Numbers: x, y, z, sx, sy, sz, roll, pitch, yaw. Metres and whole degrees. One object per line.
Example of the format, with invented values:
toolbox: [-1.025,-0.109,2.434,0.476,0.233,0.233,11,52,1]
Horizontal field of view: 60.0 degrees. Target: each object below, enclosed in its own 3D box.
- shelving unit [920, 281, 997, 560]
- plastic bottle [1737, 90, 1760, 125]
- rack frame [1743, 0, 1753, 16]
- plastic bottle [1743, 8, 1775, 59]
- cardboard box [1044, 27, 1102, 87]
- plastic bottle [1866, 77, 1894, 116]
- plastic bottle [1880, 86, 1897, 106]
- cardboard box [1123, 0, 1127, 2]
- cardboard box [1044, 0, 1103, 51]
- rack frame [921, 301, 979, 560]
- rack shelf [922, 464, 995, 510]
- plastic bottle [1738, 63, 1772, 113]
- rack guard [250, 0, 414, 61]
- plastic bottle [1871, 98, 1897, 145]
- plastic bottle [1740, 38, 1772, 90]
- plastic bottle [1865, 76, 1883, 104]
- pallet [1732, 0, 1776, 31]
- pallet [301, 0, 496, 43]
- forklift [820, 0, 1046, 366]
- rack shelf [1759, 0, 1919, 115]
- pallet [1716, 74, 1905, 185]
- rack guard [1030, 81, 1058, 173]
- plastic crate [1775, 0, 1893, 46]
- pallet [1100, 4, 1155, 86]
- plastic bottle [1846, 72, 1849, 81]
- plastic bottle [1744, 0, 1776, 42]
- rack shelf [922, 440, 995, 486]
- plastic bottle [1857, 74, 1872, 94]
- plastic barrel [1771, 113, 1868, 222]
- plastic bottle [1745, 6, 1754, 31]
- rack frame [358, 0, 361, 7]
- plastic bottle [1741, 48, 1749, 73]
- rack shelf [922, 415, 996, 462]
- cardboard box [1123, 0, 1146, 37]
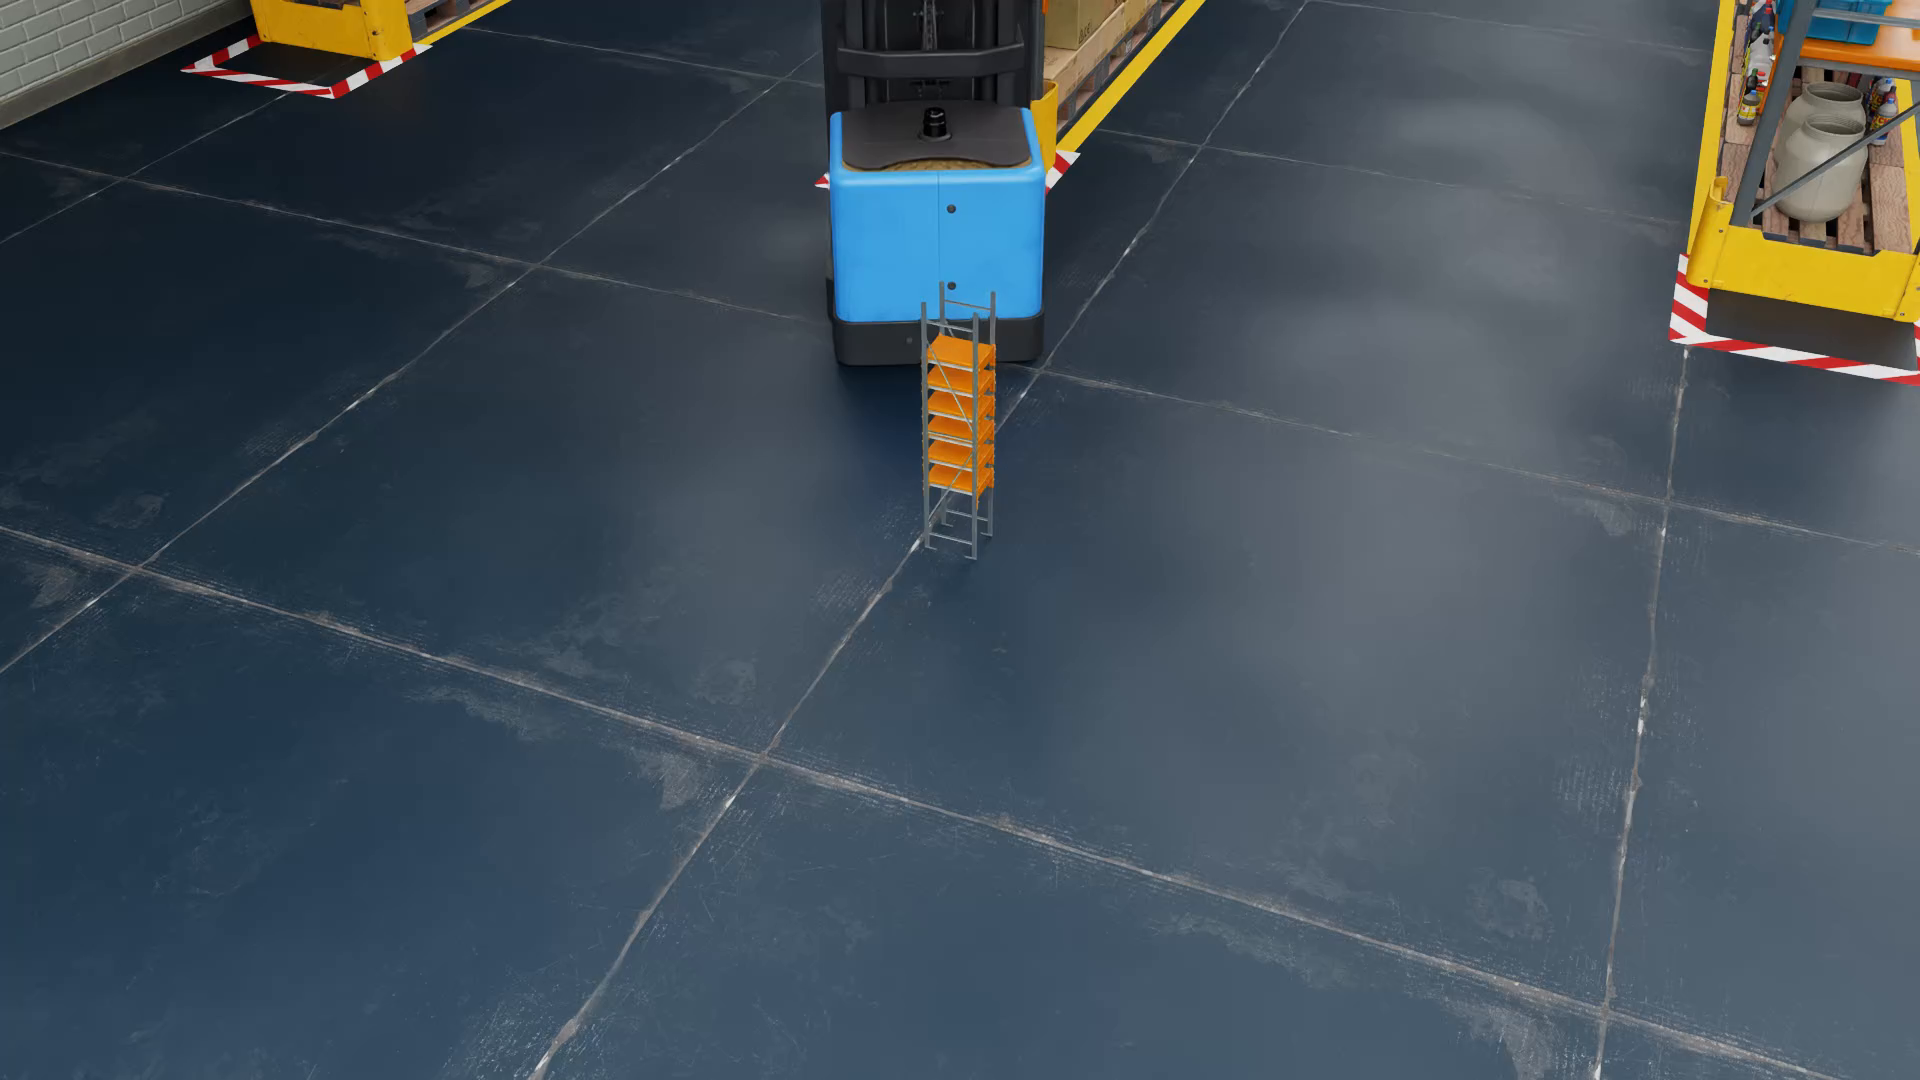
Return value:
shelving unit: [-0.006,-0.473,6.880,0.258,1.200,0.189,14,39,18]
plastic bottle: [4.894,-2.686,10.308,0.097,0.201,0.097,0,37,0]
rack frame: [6.123,-4.729,11.071,1.000,3.000,0.127,14,39,18]
plastic bottle: [5.360,-3.387,11.121,0.144,0.351,0.185,12,38,16]
cardboard box: [0.618,-3.236,11.019,0.500,0.250,0.500,14,39,18]
plastic bottle: [5.747,-2.776,10.370,0.097,0.271,0.097,0,37,0]
plastic bottle: [5.682,-2.657,10.200,0.061,0.283,0.133,14,39,18]
cardboard box: [1.004,-4.088,11.534,0.500,0.500,0.500,14,39,18]
cardboard box: [0.620,-3.536,10.794,0.500,0.500,0.500,14,39,18]
rack frame: [-0.040,-0.422,6.812,0.240,1.200,0.006,14,39,18]
rack shelf: [-0.006,-0.245,7.050,0.258,0.103,0.180,14,39,18]
plastic bottle: [5.015,-2.850,10.464,0.152,0.276,0.135,14,39,18]
rack guard: [-4.532,-3.812,11.932,1.175,0.500,0.348,14,39,18]
plastic bottle: [5.579,-2.531,10.042,0.097,0.271,0.097,0,37,0]
plastic bottle: [5.128,-3.049,10.669,0.144,0.351,0.185,15,39,20]
plastic bottle: [5.824,-2.888,10.520,0.097,0.271,0.097,0,37,0]
pallet: [6.386,-4.056,12.500,1.003,0.211,1.213,14,39,18]
pallet: [-4.190,-4.138,12.610,1.003,0.211,1.213,14,39,18]
forklift: [-0.184,-2.905,8.688,1.130,2.935,3.031,-2,37,-3]
rack shelf: [5.362,-3.334,9.805,1.077,0.370,4.000,14,39,18]
pallet: [5.366,-2.572,10.515,1.003,0.211,1.213,14,39,18]
rack guard: [0.012,-2.630,10.351,1.175,0.500,0.348,14,39,18]
plastic crate: [4.514,-2.800,8.615,0.499,0.251,0.616,14,39,18]
pallet: [0.739,-3.634,11.935,1.003,0.211,1.213,14,39,18]
plastic bottle: [5.844,-3.119,10.819,0.061,0.283,0.133,14,39,18]
plastic bottle: [5.498,-3.552,11.405,0.152,0.276,0.135,15,39,19]
rack shelf: [-0.006,-0.341,6.979,0.258,0.103,0.180,14,39,18]
plastic bottle: [5.883,-3.018,10.690,0.152,0.276,0.135,15,39,19]
plastic barrel: [4.781,-2.068,9.238,0.421,0.512,0.421,0,37,0]
plastic bottle: [5.557,-3.652,11.600,0.097,0.201,0.097,0,37,0]
rack frame: [-4.561,-4.771,11.128,1.000,3.000,0.127,14,39,18]
plastic bottle: [5.231,-3.176,10.964,0.097,0.201,0.097,0,37,0]
rack shelf: [-0.006,-0.437,6.907,0.258,0.103,0.180,14,39,18]
cardboard box: [1.003,-3.788,11.758,0.500,0.250,0.500,14,39,18]
